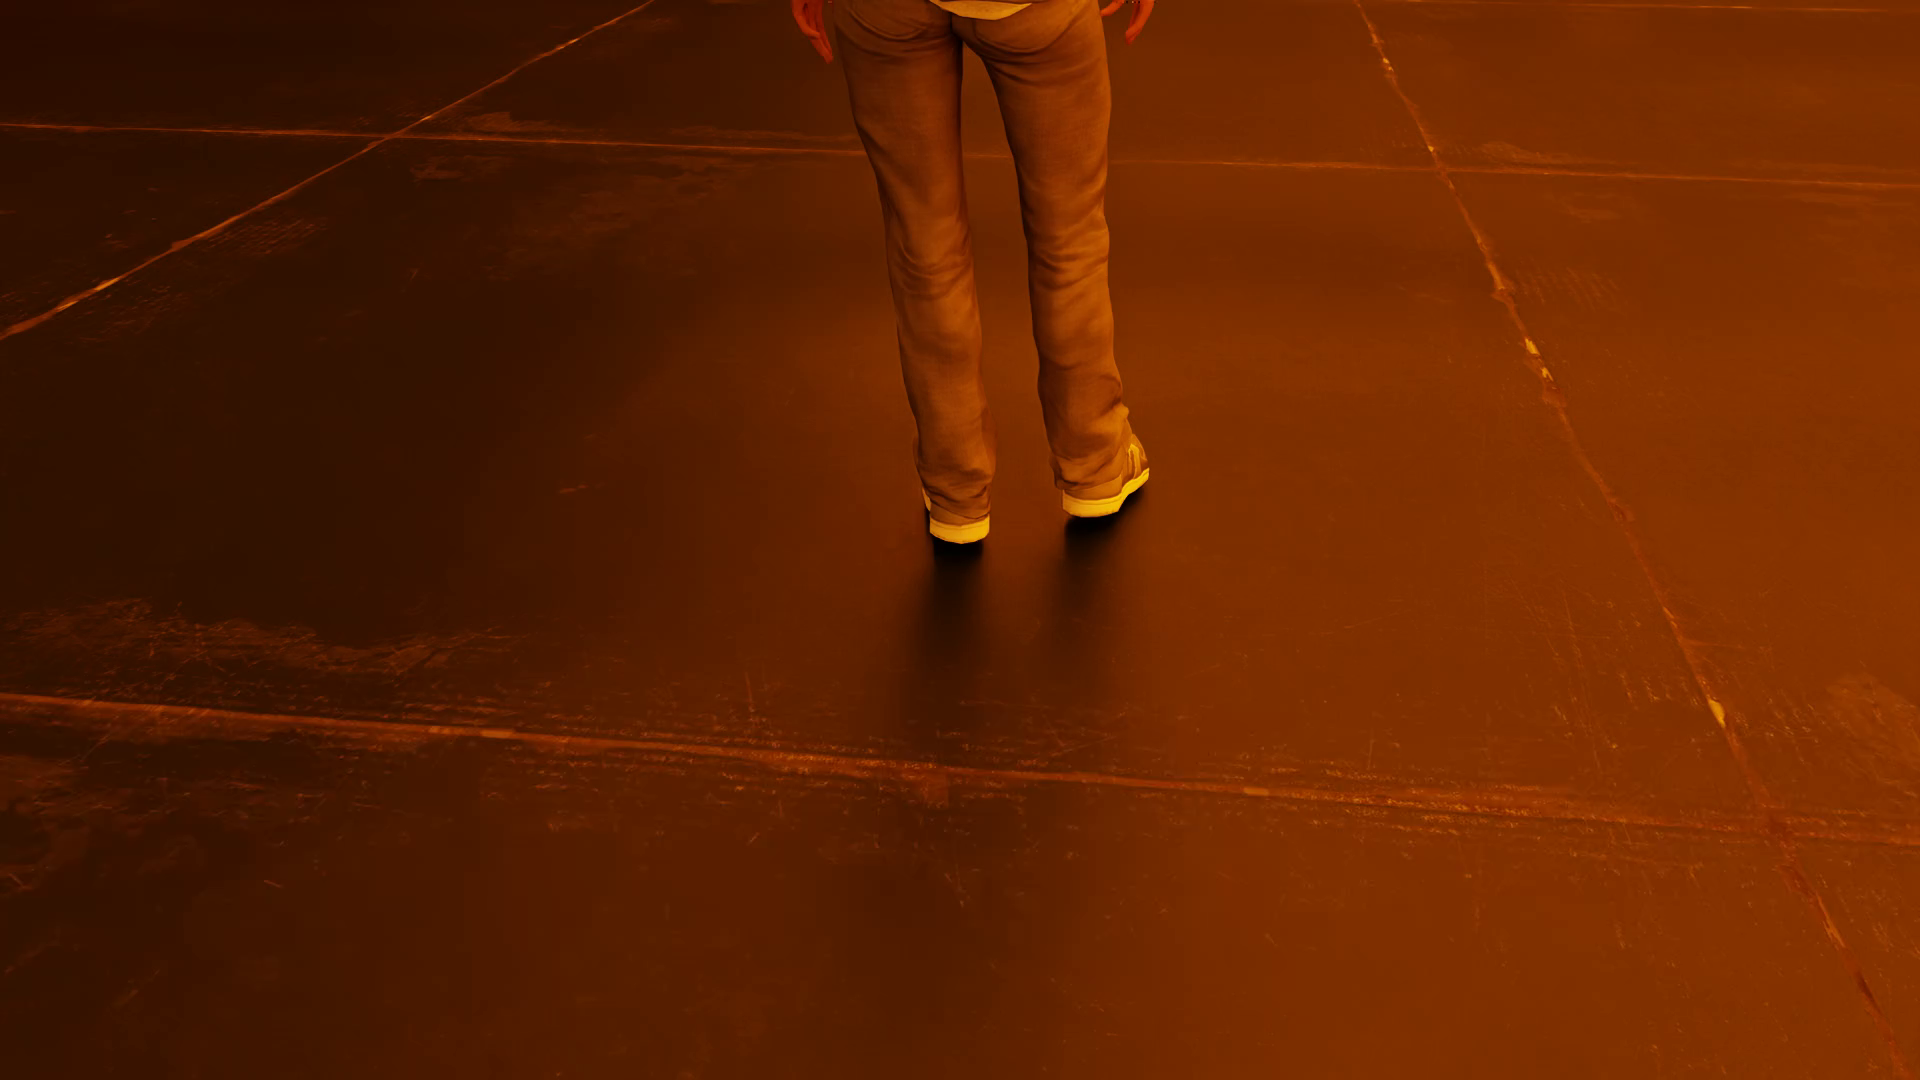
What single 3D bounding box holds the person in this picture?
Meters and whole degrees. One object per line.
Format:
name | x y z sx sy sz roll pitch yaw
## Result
person | 0.024 -0.754 2.205 0.520 1.599 0.473 3 27 7
